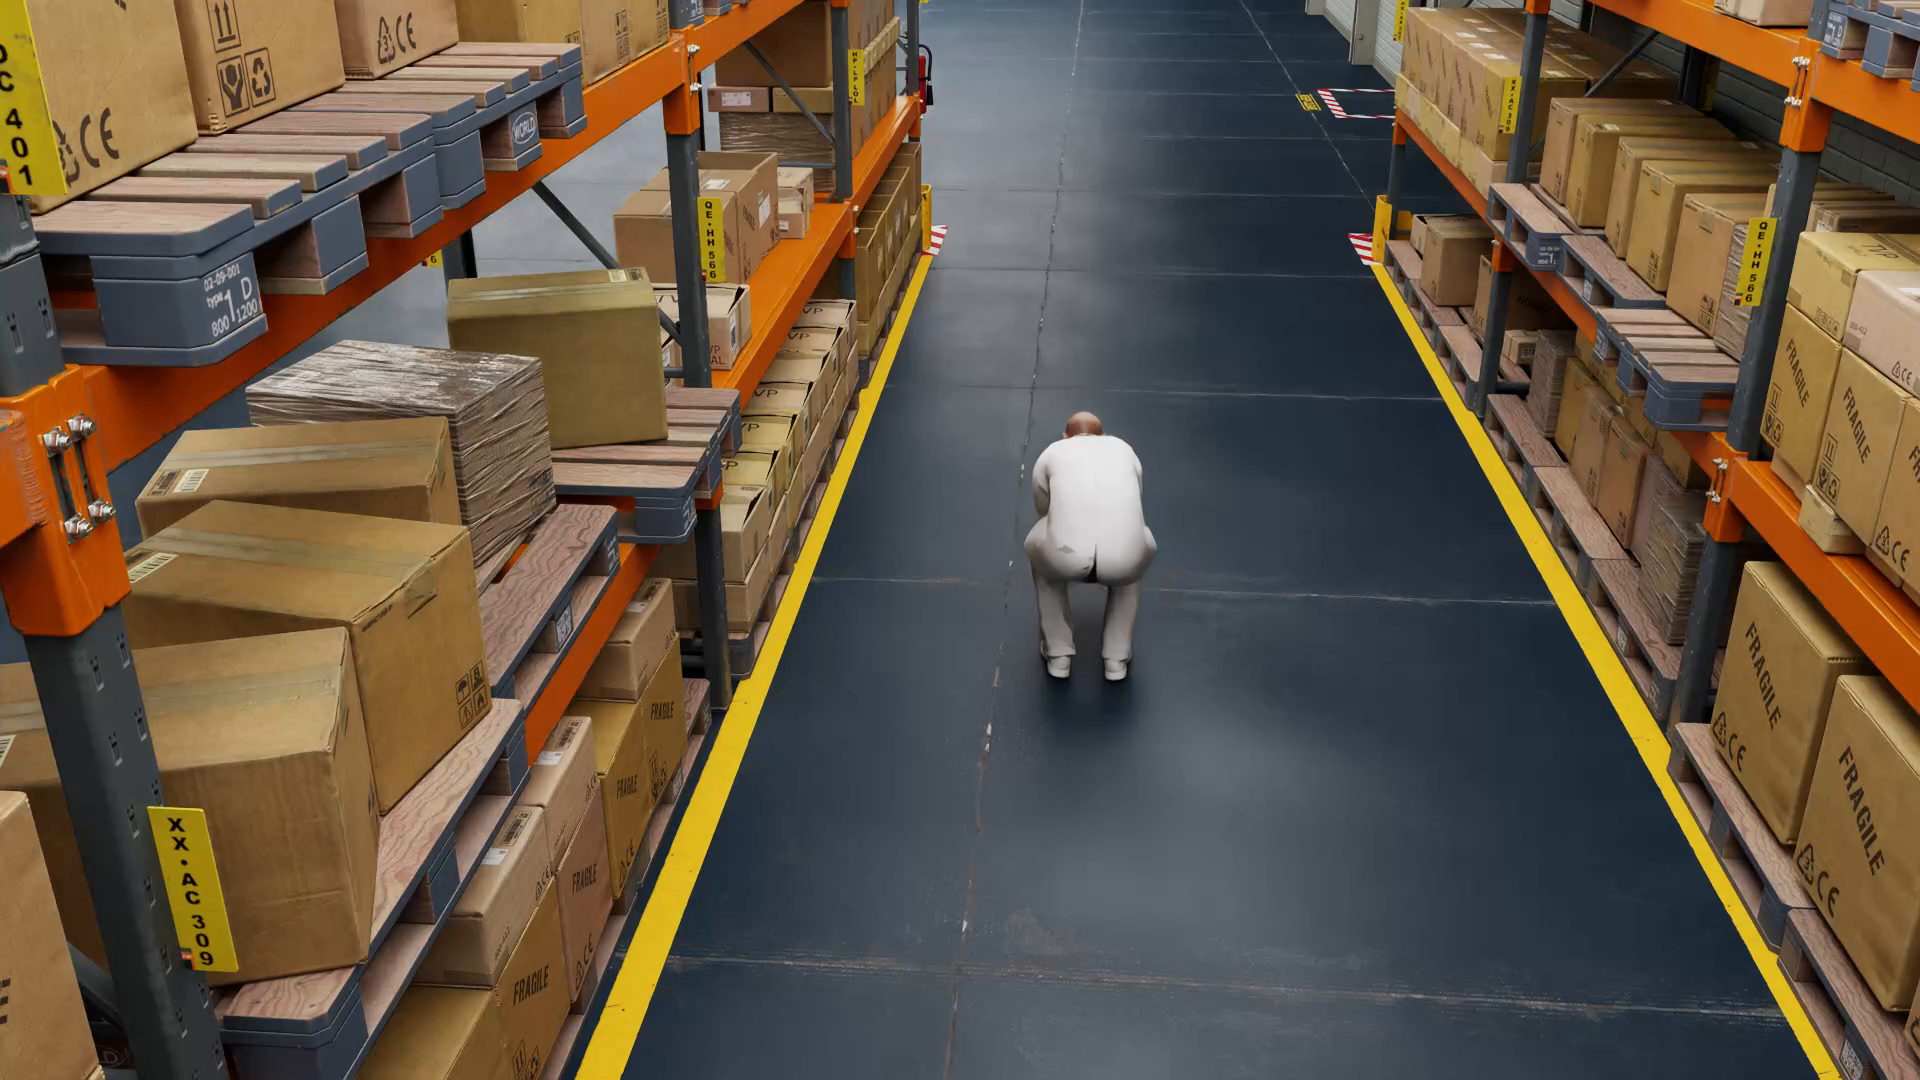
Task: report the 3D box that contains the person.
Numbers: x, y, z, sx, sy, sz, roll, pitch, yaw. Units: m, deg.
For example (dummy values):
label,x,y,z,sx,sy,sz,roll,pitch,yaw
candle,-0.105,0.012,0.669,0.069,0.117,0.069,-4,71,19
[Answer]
label,x,y,z,sx,sy,sz,roll,pitch,yaw
person,0.581,0.042,7.493,0.595,0.987,0.943,1,24,2
